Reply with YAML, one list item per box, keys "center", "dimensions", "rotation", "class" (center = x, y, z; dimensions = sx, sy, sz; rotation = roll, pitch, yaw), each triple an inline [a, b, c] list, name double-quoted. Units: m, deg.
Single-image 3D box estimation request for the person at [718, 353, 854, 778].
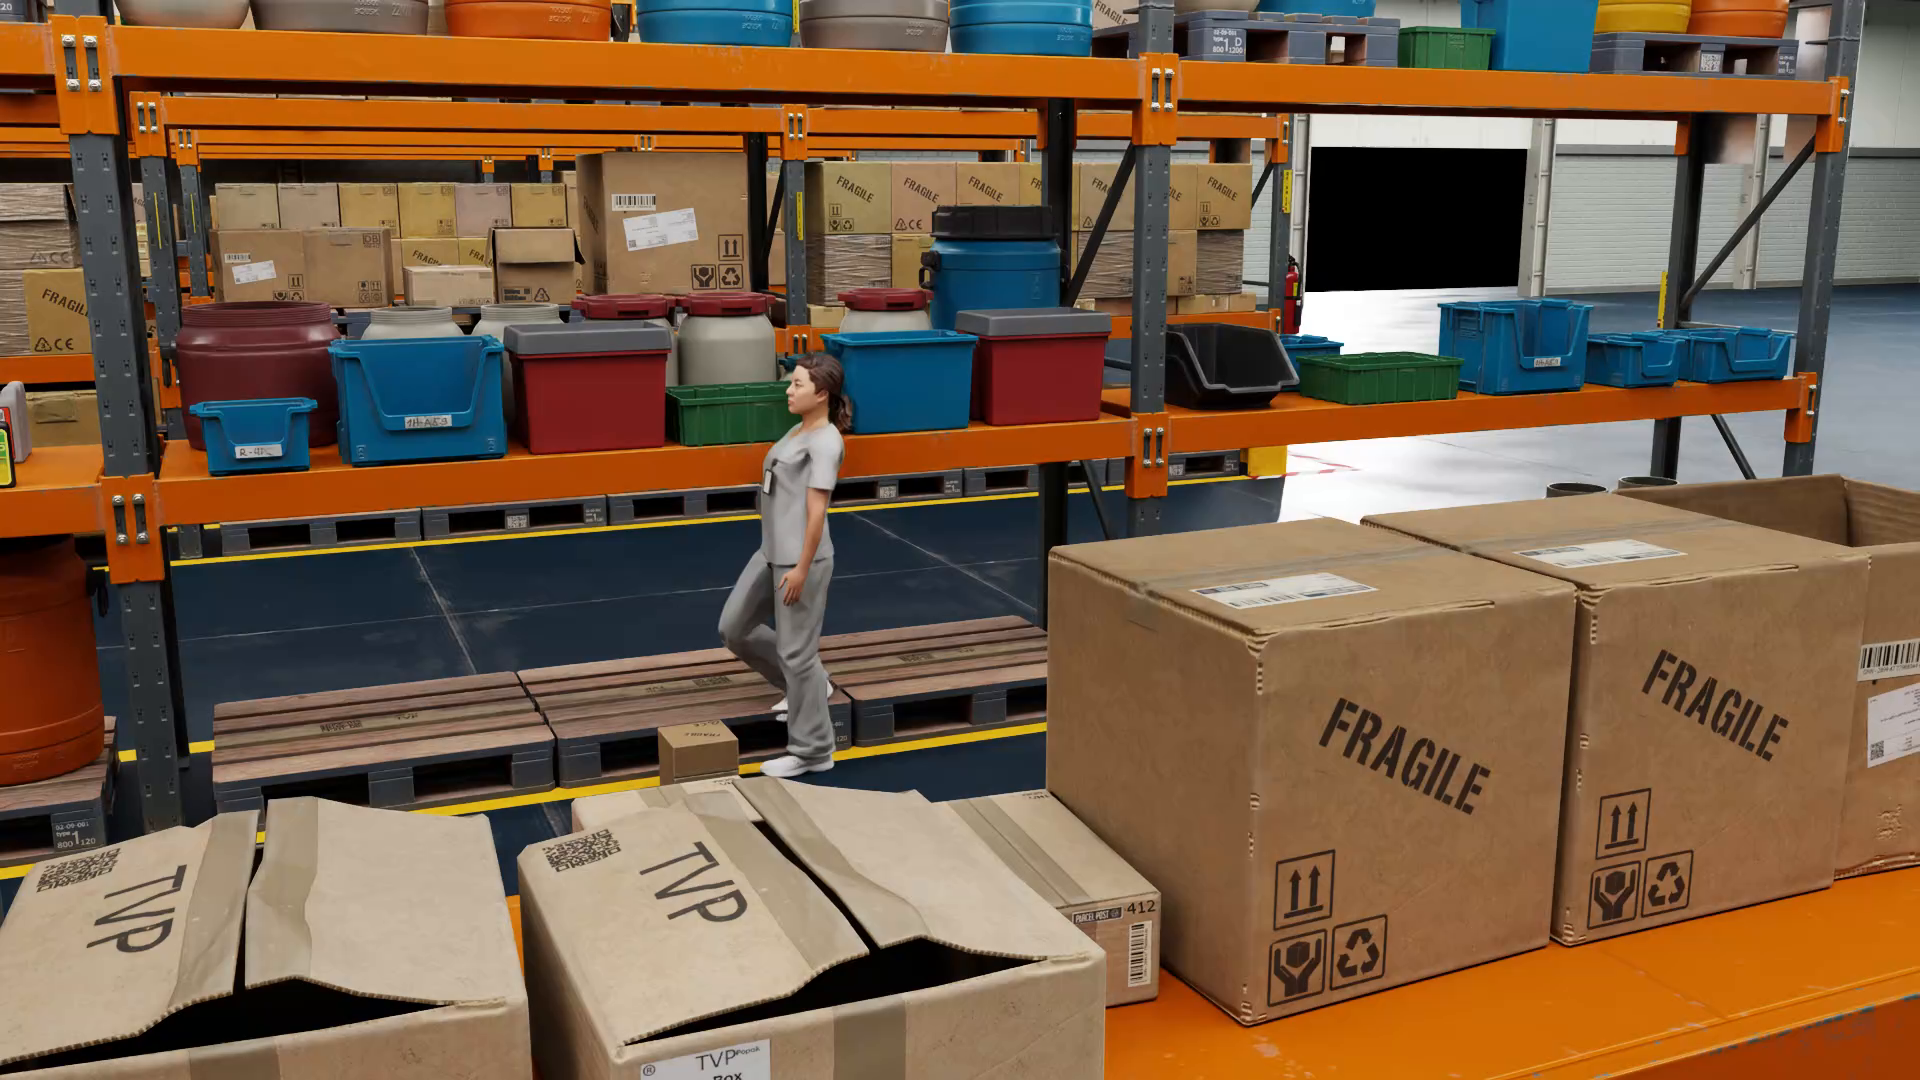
- center: [-0.664, 0.097, 6.552]
  dimensions: [0.531, 1.658, 0.443]
  rotation: [-5, 13, -22]
  class: "person"
